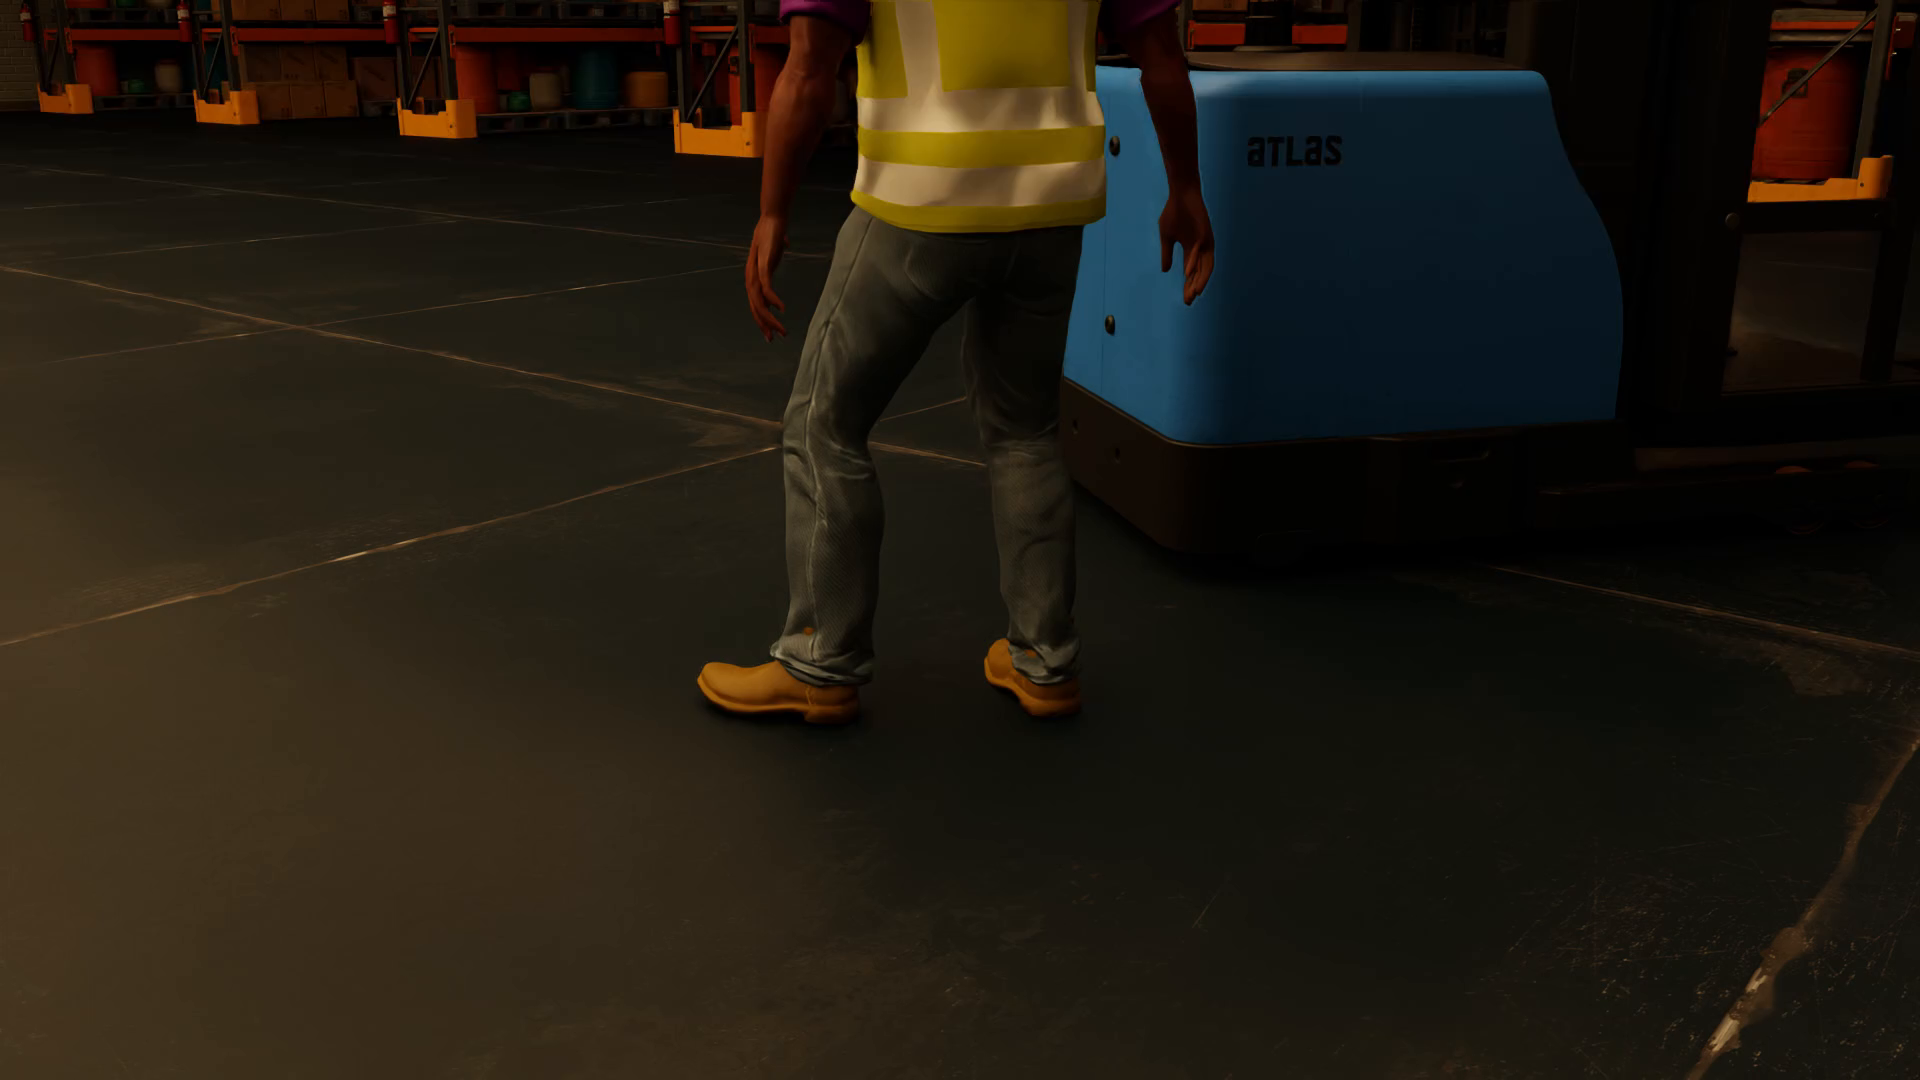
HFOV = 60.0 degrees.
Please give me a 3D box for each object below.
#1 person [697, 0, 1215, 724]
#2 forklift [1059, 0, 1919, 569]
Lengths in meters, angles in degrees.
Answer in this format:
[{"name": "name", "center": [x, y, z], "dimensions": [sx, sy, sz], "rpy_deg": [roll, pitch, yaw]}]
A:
[{"name": "person", "center": [-0.015, -0.554, 2.796], "dimensions": [0.881, 1.733, 0.456], "rpy_deg": [-8, 19, -24]}, {"name": "forklift", "center": [1.790, -1.556, 4.023], "dimensions": [3.031, 2.935, 1.130], "rpy_deg": [-4, 17, -14]}]
